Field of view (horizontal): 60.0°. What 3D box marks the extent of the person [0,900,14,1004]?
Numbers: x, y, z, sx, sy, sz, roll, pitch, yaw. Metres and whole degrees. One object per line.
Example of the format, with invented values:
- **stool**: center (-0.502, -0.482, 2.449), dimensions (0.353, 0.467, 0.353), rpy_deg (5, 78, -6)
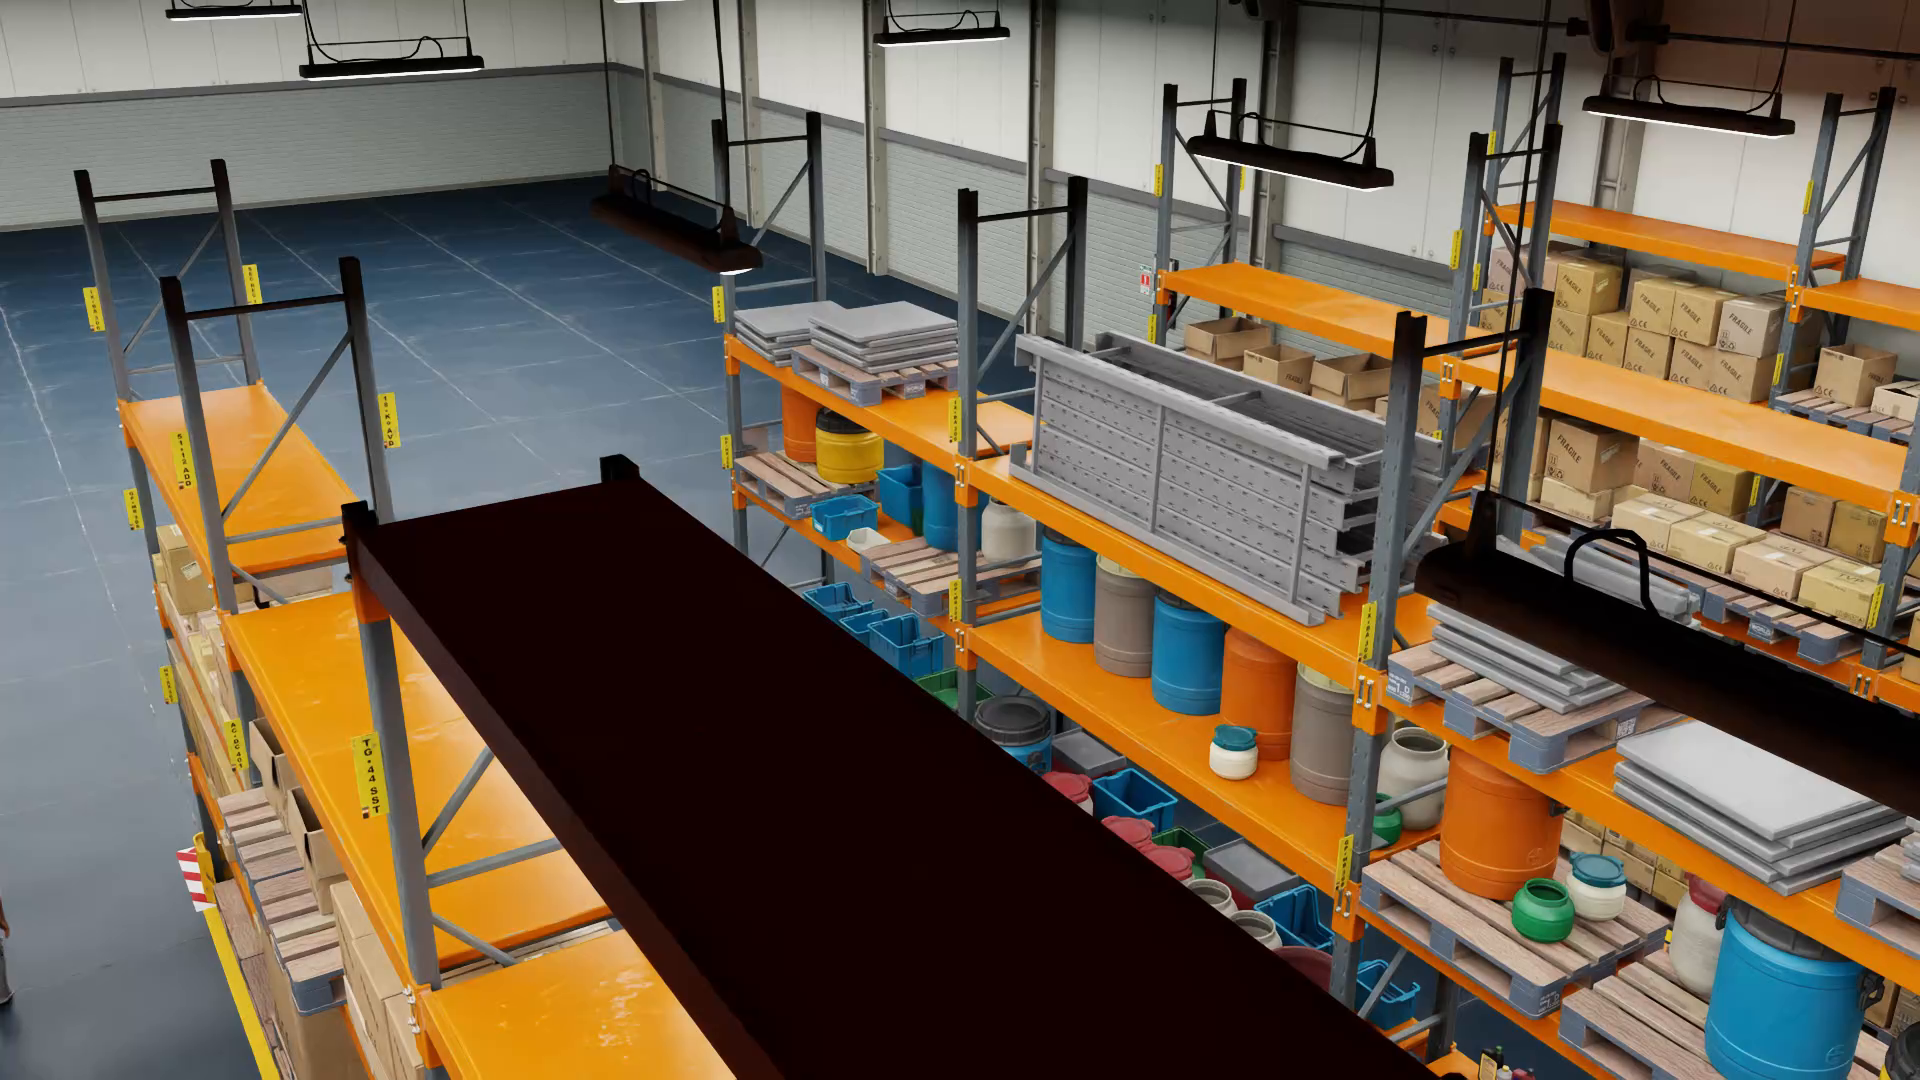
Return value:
- **person**: center (-7.287, 2.796, 12.204), dimensions (0.507, 1.694, 0.642), rpy_deg (-12, 25, -28)
